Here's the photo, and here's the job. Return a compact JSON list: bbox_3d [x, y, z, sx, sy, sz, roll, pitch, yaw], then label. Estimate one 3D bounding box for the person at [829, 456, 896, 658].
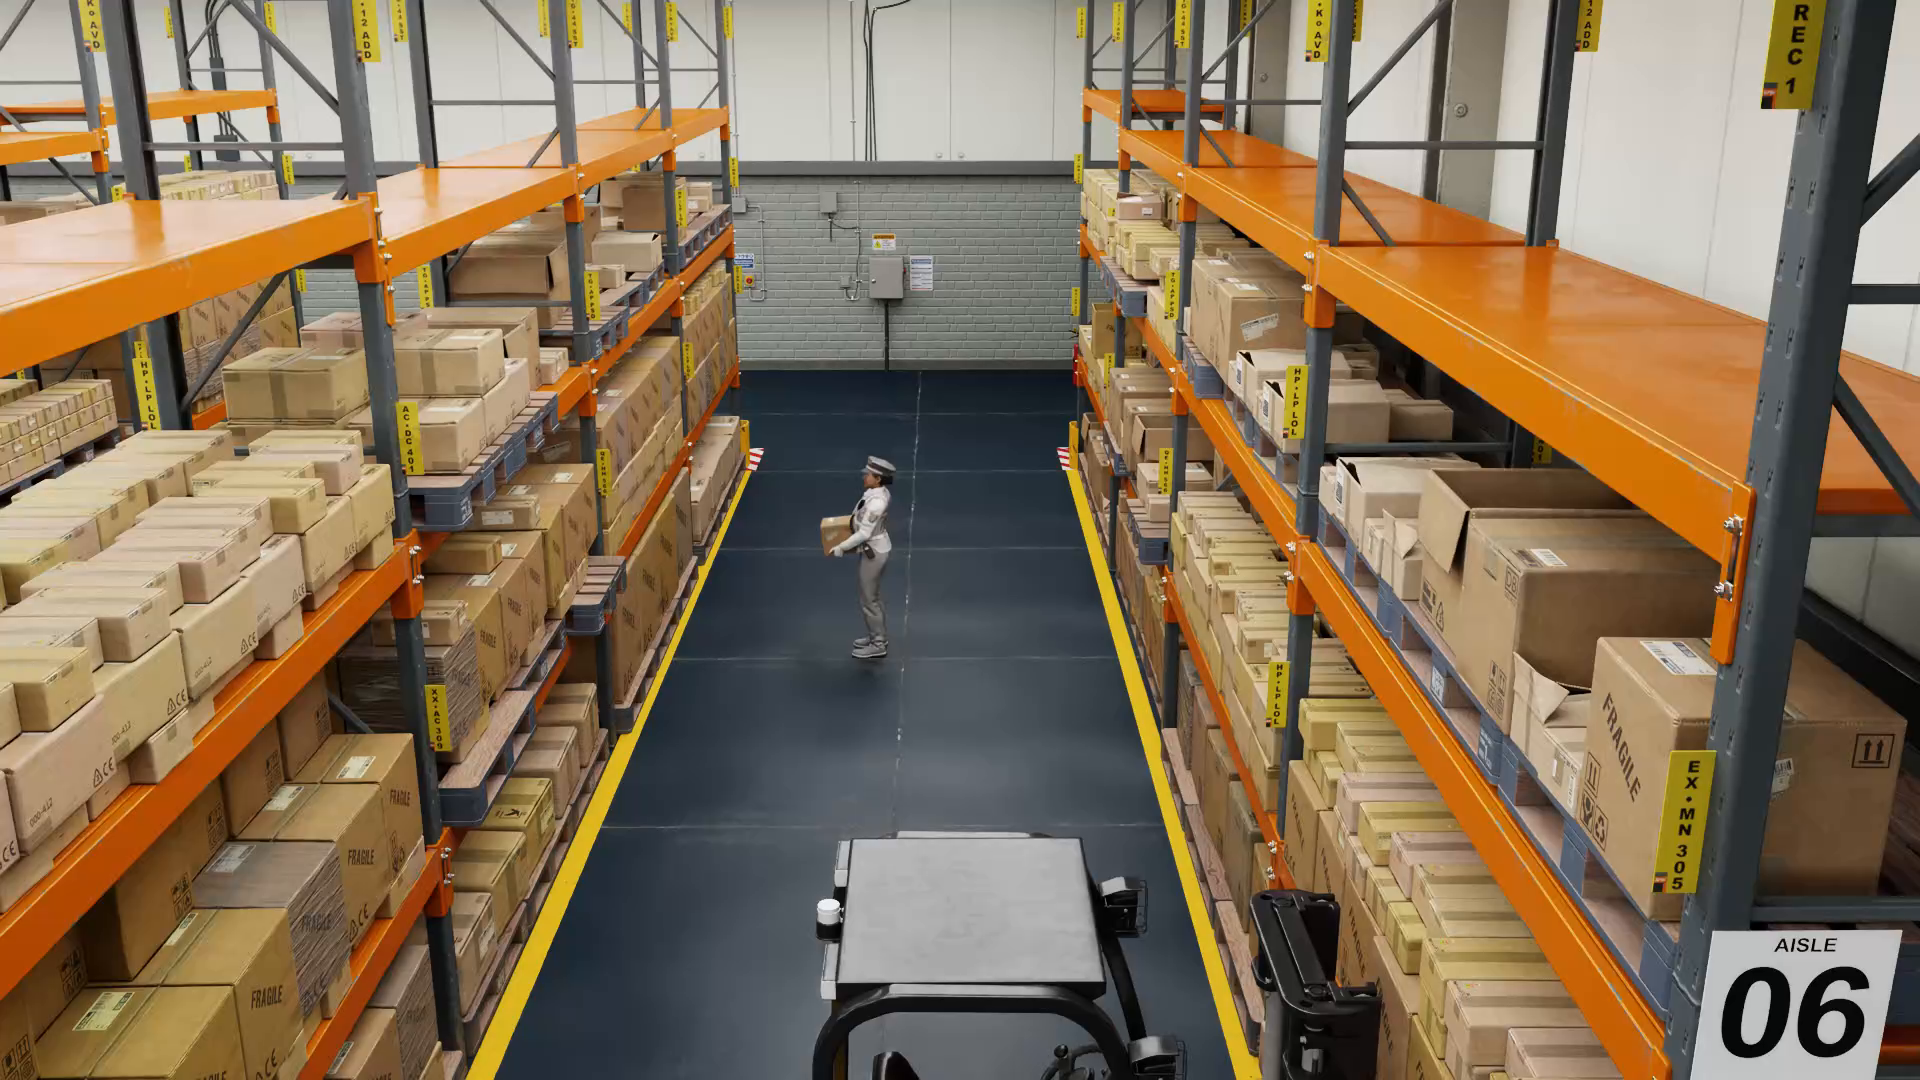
[{"bbox_3d":[-0.788,0.121,13.618,0.551,1.686,0.459,0,17,1],"label":"person"}]
